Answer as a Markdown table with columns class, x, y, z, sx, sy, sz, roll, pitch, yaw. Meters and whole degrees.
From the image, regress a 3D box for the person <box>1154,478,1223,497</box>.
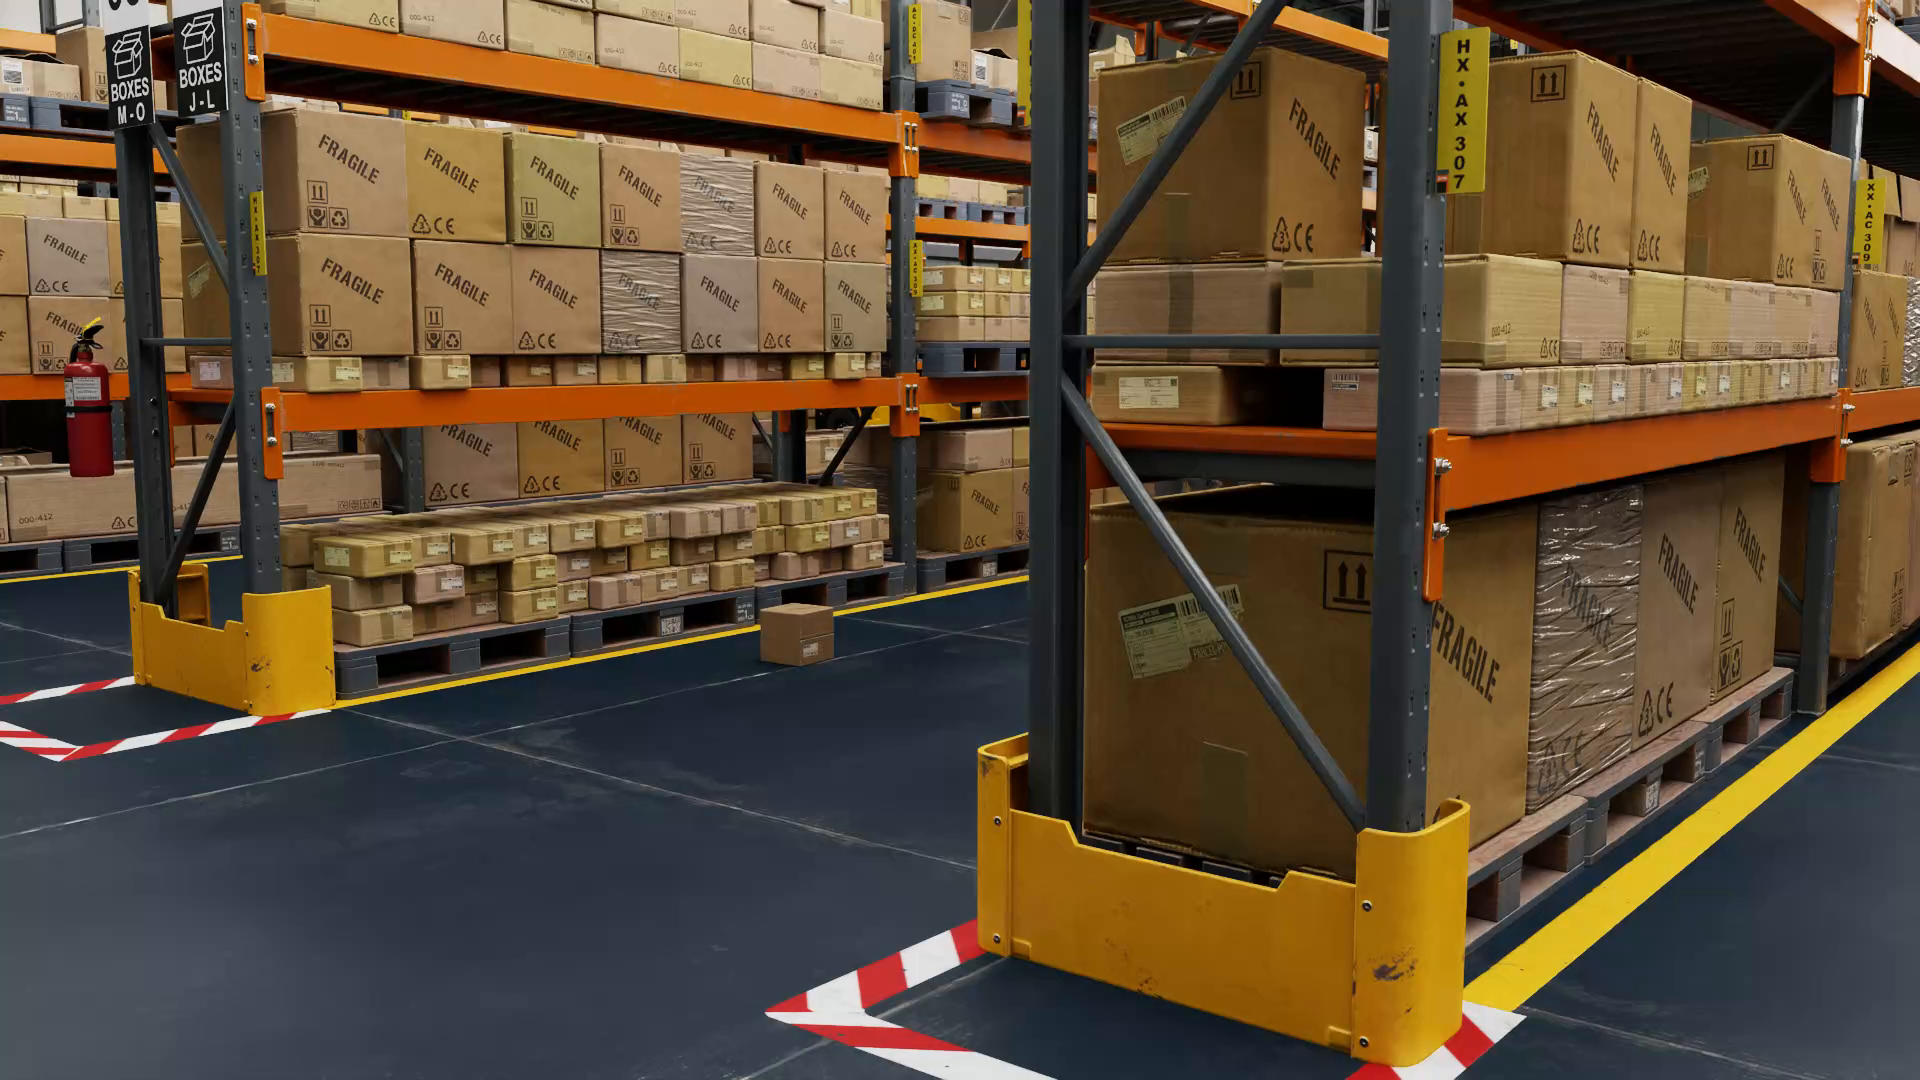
| class | x | y | z | sx | sy | sz | roll | pitch | yaw |
| --- | --- | --- | --- | --- | --- | --- | --- | --- | --- |
| person | 1.318 | -0.525 | 9.834 | 0.470 | 1.685 | 0.444 | 5 | 8 | 37 |
